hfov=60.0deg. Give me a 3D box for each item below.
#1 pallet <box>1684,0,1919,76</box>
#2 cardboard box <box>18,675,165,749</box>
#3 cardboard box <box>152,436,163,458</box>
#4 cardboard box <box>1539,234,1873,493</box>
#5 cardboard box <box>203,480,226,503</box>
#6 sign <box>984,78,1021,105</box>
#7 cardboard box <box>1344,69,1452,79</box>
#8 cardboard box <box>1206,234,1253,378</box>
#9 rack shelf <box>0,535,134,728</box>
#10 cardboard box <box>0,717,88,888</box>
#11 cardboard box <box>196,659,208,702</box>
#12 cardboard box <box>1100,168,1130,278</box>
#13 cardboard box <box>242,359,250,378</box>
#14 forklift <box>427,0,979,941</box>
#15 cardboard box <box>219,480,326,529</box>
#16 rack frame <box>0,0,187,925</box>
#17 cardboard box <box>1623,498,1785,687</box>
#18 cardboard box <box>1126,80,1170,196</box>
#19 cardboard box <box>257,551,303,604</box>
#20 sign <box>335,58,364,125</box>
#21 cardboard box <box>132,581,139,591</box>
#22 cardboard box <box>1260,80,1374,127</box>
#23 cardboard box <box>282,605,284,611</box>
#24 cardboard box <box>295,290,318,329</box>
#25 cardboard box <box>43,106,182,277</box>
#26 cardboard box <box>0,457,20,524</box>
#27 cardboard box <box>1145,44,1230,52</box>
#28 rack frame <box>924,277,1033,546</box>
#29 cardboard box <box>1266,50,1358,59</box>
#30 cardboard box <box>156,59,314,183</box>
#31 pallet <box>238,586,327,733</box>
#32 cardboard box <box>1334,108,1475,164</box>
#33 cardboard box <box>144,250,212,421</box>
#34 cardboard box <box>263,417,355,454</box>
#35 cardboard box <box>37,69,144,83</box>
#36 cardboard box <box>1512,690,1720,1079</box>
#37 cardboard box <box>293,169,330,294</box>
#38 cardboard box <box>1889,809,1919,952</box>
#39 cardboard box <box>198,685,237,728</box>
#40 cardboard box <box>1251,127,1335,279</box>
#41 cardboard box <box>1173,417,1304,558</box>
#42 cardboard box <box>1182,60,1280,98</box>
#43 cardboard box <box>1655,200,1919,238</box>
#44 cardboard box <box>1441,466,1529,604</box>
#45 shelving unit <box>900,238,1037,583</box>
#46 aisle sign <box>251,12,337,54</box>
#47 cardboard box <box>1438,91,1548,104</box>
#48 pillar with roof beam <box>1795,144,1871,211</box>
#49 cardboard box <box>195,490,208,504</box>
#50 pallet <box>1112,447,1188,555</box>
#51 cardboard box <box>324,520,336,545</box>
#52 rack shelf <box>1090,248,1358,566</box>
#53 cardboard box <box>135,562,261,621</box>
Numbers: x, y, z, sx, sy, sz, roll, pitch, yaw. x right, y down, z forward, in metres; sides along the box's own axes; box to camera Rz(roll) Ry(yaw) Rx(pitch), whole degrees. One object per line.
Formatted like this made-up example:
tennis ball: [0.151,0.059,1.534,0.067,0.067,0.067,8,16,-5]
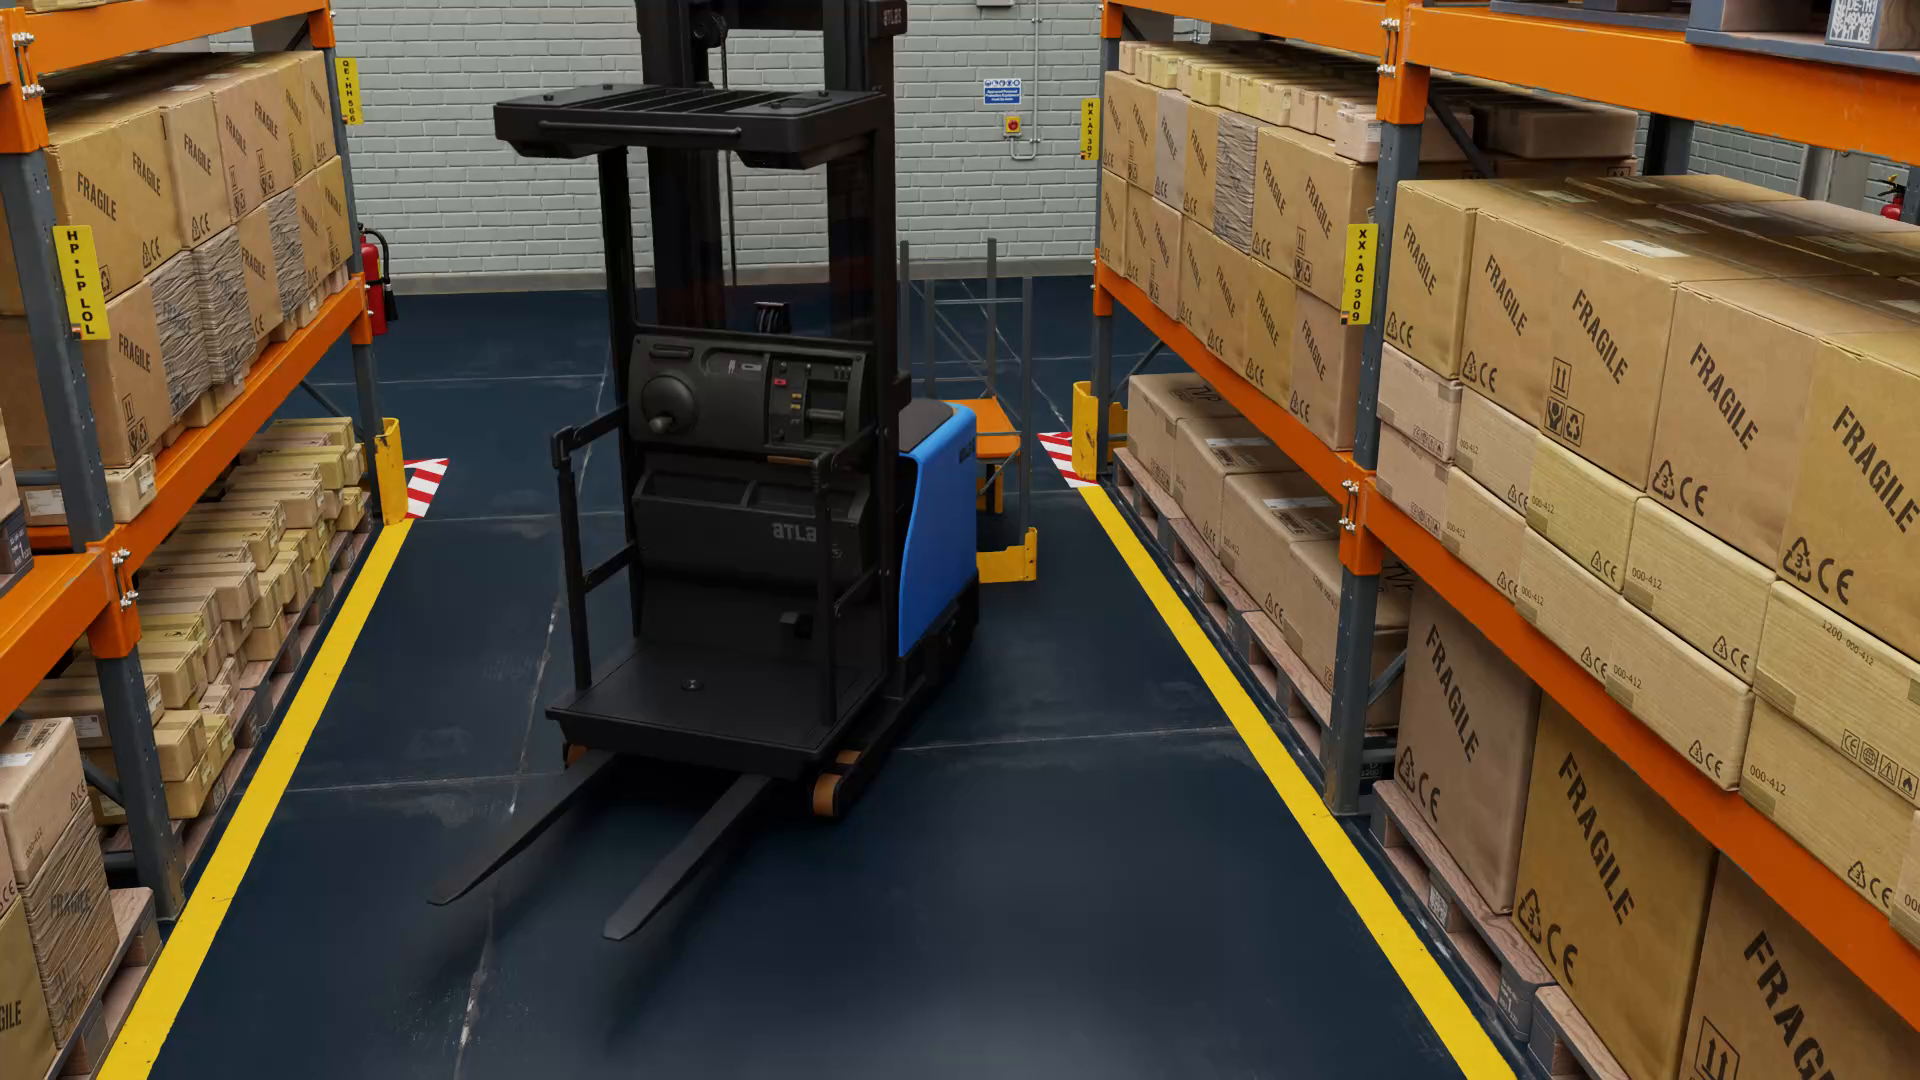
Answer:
pallet: [2.106,-0.982,3.041,1.003,0.211,1.213,-2,21,-5]
cardboard box: [-2.890,0.572,5.521,0.380,0.149,0.250,-2,21,-6]
cardboard box: [-2.963,-0.330,5.673,0.380,0.149,0.250,-4,21,-10]
cardboard box: [1.788,-0.443,4.042,0.500,0.500,0.500,-3,21,-9]
cardboard box: [-3.694,-0.171,7.937,0.380,0.149,0.250,-3,21,-7]
sign: [0.370,-3.924,14.550,0.327,0.218,0.001,-3,21,-8]
cardboard box: [1.849,-1.913,7.051,0.380,0.149,0.250,-3,21,-8]
cardboard box: [1.352,-0.989,6.933,0.500,0.500,0.500,-3,21,-9]
rack shelf: [-2.757,0.871,3.124,1.077,0.370,4.000,-3,21,-8]
cardboard box: [-2.687,0.710,4.429,0.500,0.250,0.500,-3,21,-9]
cardboard box: [-2.977,0.534,6.049,0.380,0.149,0.250,-3,21,-8]
cardboard box: [1.047,-1.694,8.821,0.500,0.500,0.500,-3,21,-8]
cardboard box: [-3.084,-0.699,6.660,0.380,0.149,0.250,-2,21,-6]
forklift: [-0.854,-0.521,5.923,1.130,2.935,3.031,7,21,17]
cardboard box: [-3.084,-0.156,7.472,0.380,0.149,0.250,-2,21,-6]
rack frame: [-3.045,-0.158,4.853,1.000,3.000,0.127,-3,21,-8]
cardboard box: [1.848,0.090,3.688,0.500,0.250,0.500,-4,21,-9]
cardboard box: [1.131,-1.984,8.169,0.500,0.500,0.500,-3,21,-9]
cardboard box: [-3.013,0.167,7.032,0.380,0.149,0.250,-3,21,-7]
sign: [-3.069,-2.255,8.359,0.100,0.325,0.005,-3,21,-8]
cardboard box: [-3.526,0.290,6.700,0.380,0.149,0.250,-4,21,-10]
cardboard box: [1.397,-1.708,6.502,0.380,0.149,0.250,-3,21,-8]
cardboard box: [-3.120,0.304,7.089,0.380,0.149,0.250,-2,21,-6]
cardboard box: [-3.185,-1.066,7.641,0.380,0.149,0.250,-2,21,-6]
cardboard box: [-2.959,-1.160,5.538,0.500,0.500,0.500,-4,21,-9]
cardboard box: [-2.792,-0.110,4.482,0.380,0.149,0.250,-3,21,-9]
cardboard box: [1.148,-2.423,8.417,0.380,0.149,0.250,-2,21,-6]
rack frame: [0.086,-0.497,7.903,0.500,1.500,0.032,-3,21,-8]
cardboard box: [1.689,-2.272,8.012,0.380,0.149,0.250,-2,21,-7]
cardboard box: [-3.236,-1.876,7.456,0.500,0.500,0.500,-4,21,-10]
pallet: [-3.356,0.494,7.092,1.003,0.211,1.213,-3,21,-8]
cardboard box: [1.480,-1.353,5.551,0.380,0.149,0.250,-3,21,-9]
cardboard box: [-2.945,-0.700,5.734,0.500,0.500,0.500,-3,21,-8]
cardboard box: [-3.294,-0.512,8.425,0.380,0.149,0.250,-3,21,-7]
cardboard box: [-3.688,-1.673,6.912,0.500,0.500,0.500,-3,21,-9]
cardboard box: [2.145,0.879,4.513,0.875,0.875,0.875,-2,21,-6]
cardboard box: [-3.233,-1.408,7.631,0.500,0.500,0.500,-3,21,-9]
cardboard box: [1.996,0.674,2.838,0.500,0.250,0.500,-3,21,-7]
cardboard box: [-2.905,0.663,6.129,0.380,0.149,0.250,-3,21,-8]
cardboard box: [1.432,-1.284,6.294,0.500,0.500,0.500,-3,21,-9]
cardboard box: [1.597,-0.284,8.252,0.875,0.438,0.875,-2,21,-6]
cardboard box: [1.212,-2.060,7.446,0.380,0.149,0.250,-3,21,-7]
cardboard box: [2.234,-0.637,4.563,0.500,0.500,0.500,-3,21,-7]
cardboard box: [1.717,-0.028,4.718,0.500,0.250,0.500,-3,21,-9]
shelving unit: [0.011,-0.676,8.383,0.587,1.500,1.083,-3,21,-8]
aisle sign: [-3.335,-2.801,8.214,0.394,0.787,0.004,-3,21,-8]
cardboard box: [1.919,-1.559,6.103,0.380,0.149,0.250,-3,21,-8]
pillar with roof beam: [2.417,-5.652,10.987,9.100,9.000,0.400,-3,21,-8]
cardboard box: [-3.696,-0.220,7.641,0.380,0.149,0.250,-4,21,-10]
pallet: [1.455,-0.249,9.080,1.003,0.211,1.213,-3,21,-8]
cardboard box: [-3.249,-0.053,8.045,0.380,0.149,0.250,-3,21,-8]
rack shelf: [1.551,-0.798,7.595,1.077,0.370,4.000,-3,21,-8]
cardboard box: [-2.972,0.207,6.498,0.380,0.149,0.250,-2,21,-7]
